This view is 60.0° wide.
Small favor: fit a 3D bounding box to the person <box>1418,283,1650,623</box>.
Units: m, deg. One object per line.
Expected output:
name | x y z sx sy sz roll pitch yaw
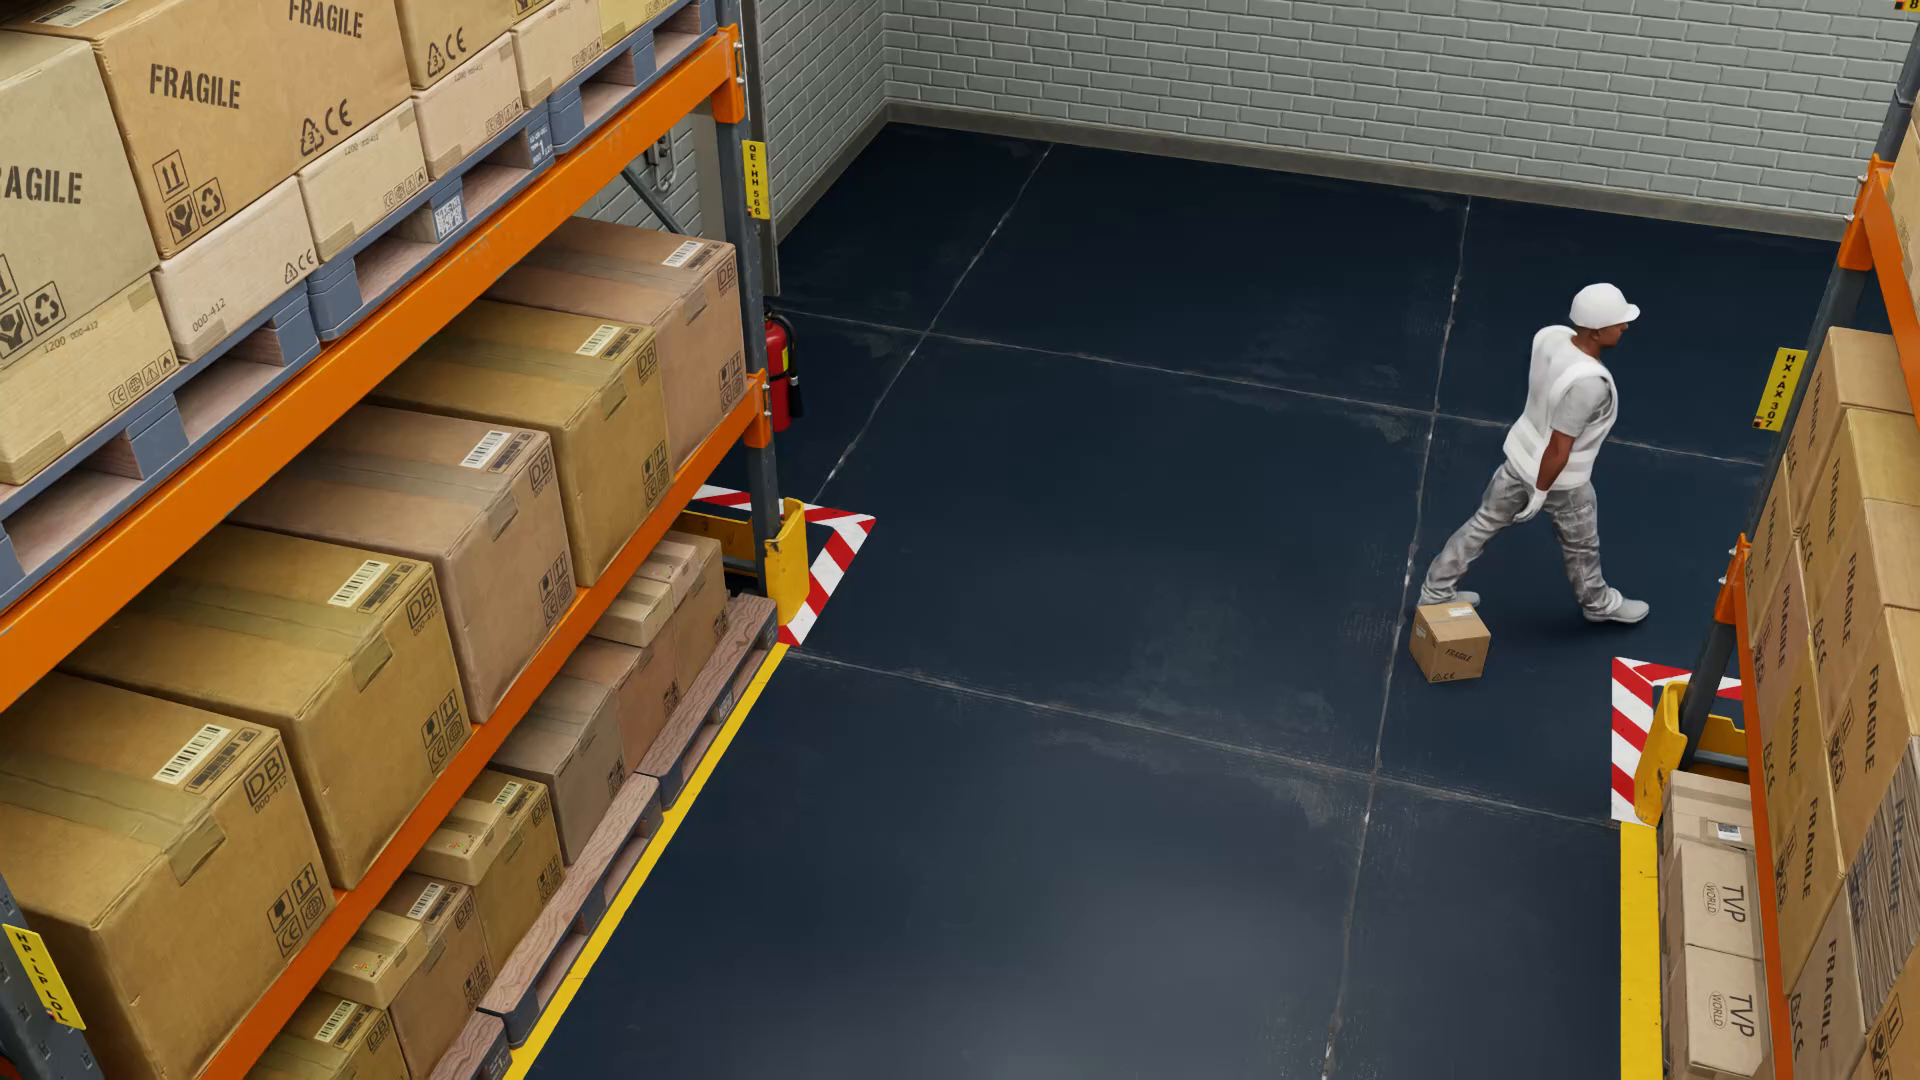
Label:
person | 2.688 -0.366 7.342 1.067 1.714 0.582 -4 37 -6
